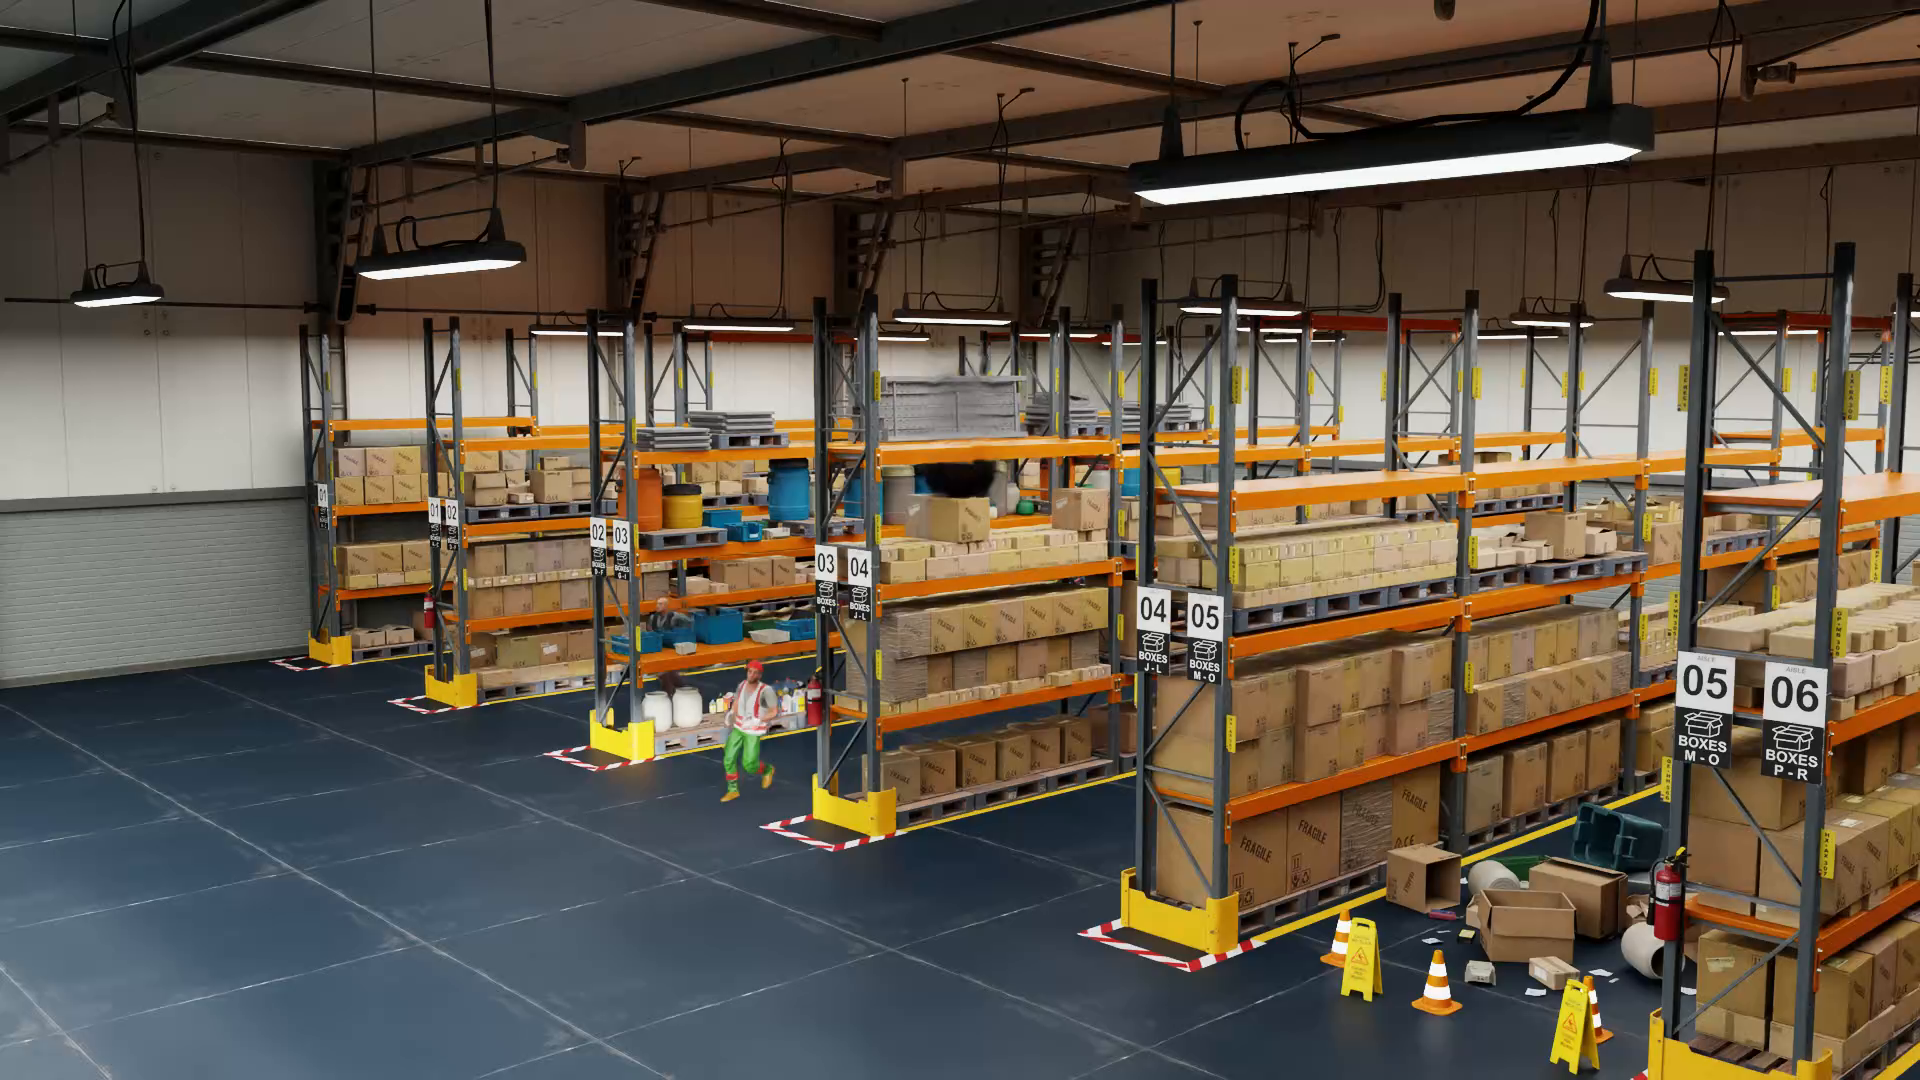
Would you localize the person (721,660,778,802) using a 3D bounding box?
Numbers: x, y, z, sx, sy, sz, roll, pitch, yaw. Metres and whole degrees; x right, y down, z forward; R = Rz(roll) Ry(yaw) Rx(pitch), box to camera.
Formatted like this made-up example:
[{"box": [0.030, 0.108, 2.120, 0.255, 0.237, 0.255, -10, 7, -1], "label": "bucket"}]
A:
[{"box": [-2.507, 2.296, 20.146, 0.681, 1.715, 0.682, 4, 7, 32], "label": "person"}]

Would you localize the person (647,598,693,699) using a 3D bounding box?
[{"box": [-4.450, 1.757, 25.495, 0.639, 1.781, 0.859, 4, 7, 34], "label": "person"}]
